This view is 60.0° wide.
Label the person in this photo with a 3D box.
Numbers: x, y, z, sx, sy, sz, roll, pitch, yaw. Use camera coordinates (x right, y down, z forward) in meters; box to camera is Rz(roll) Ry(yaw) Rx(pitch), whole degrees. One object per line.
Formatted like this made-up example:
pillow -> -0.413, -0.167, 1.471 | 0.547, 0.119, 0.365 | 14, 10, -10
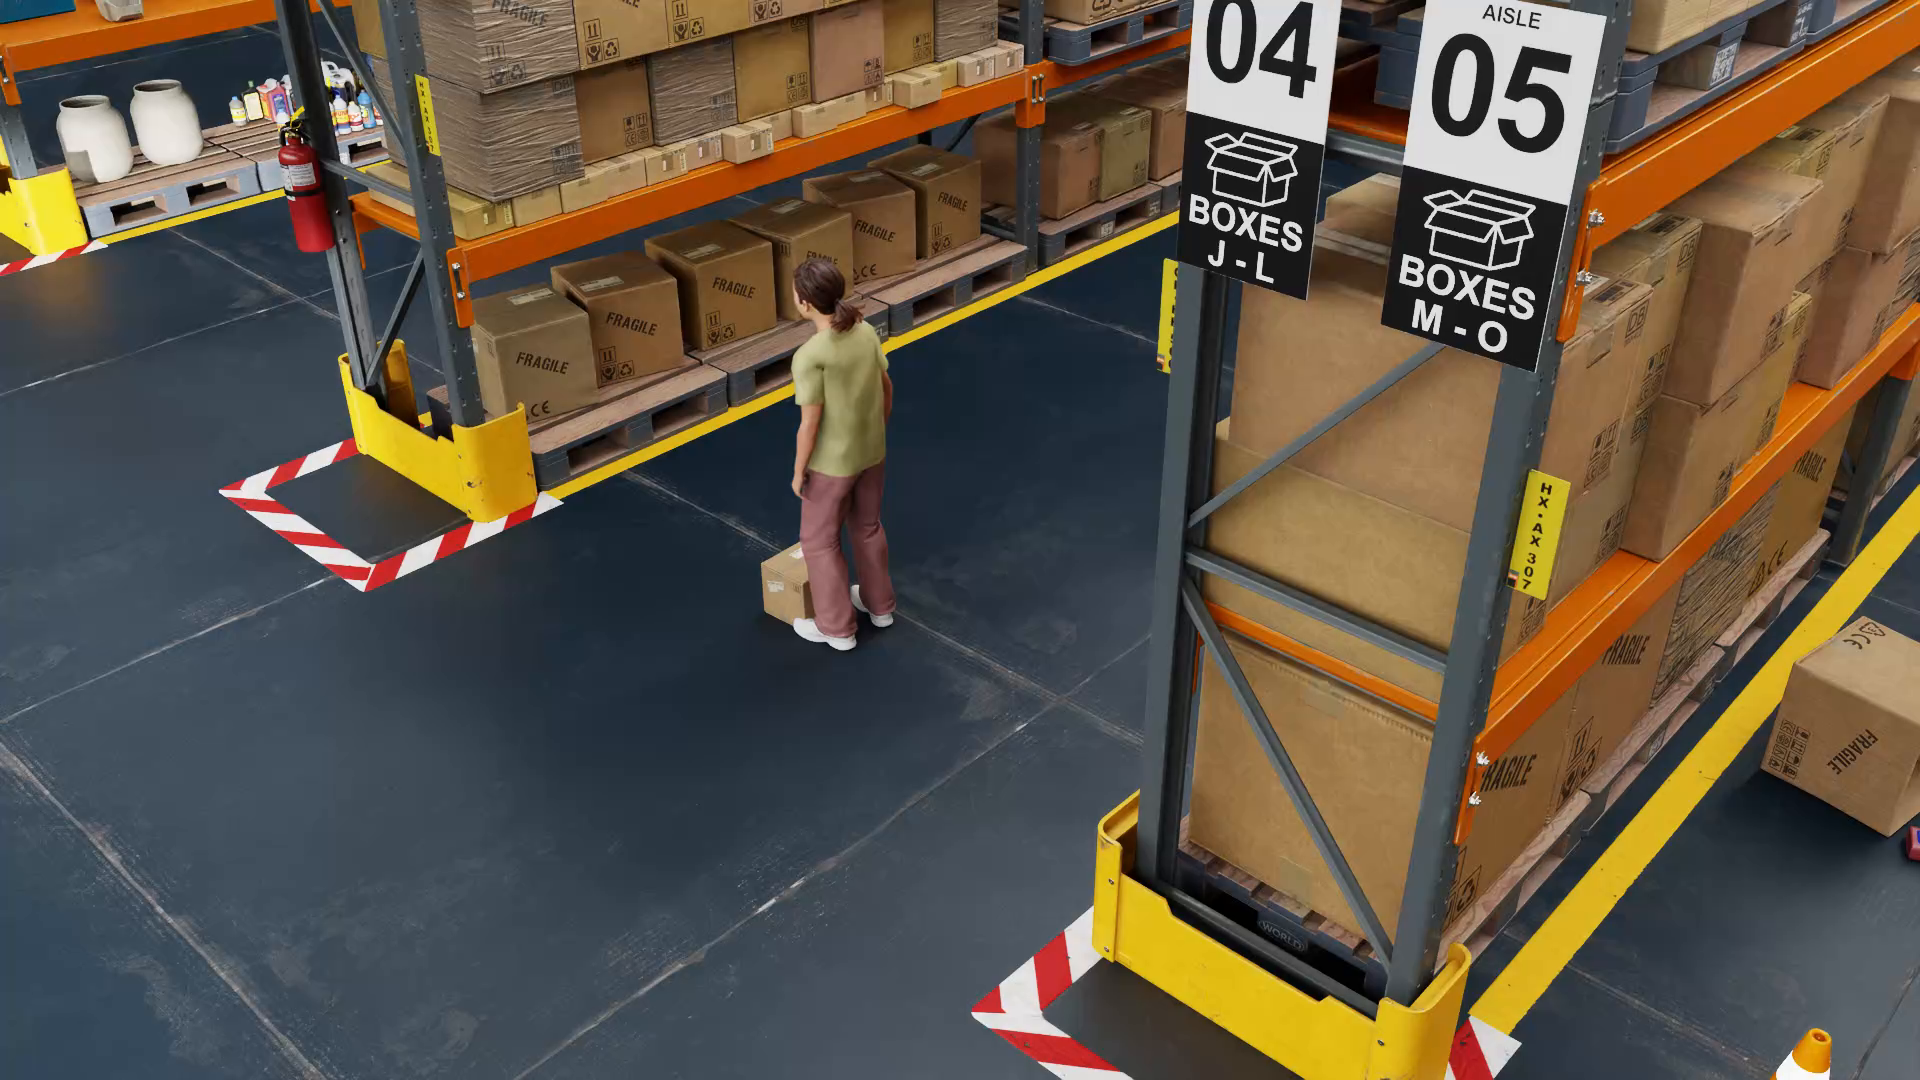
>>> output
person -> -0.486, -0.328, 6.672 | 0.355, 1.673, 0.500 | 25, 39, 35
